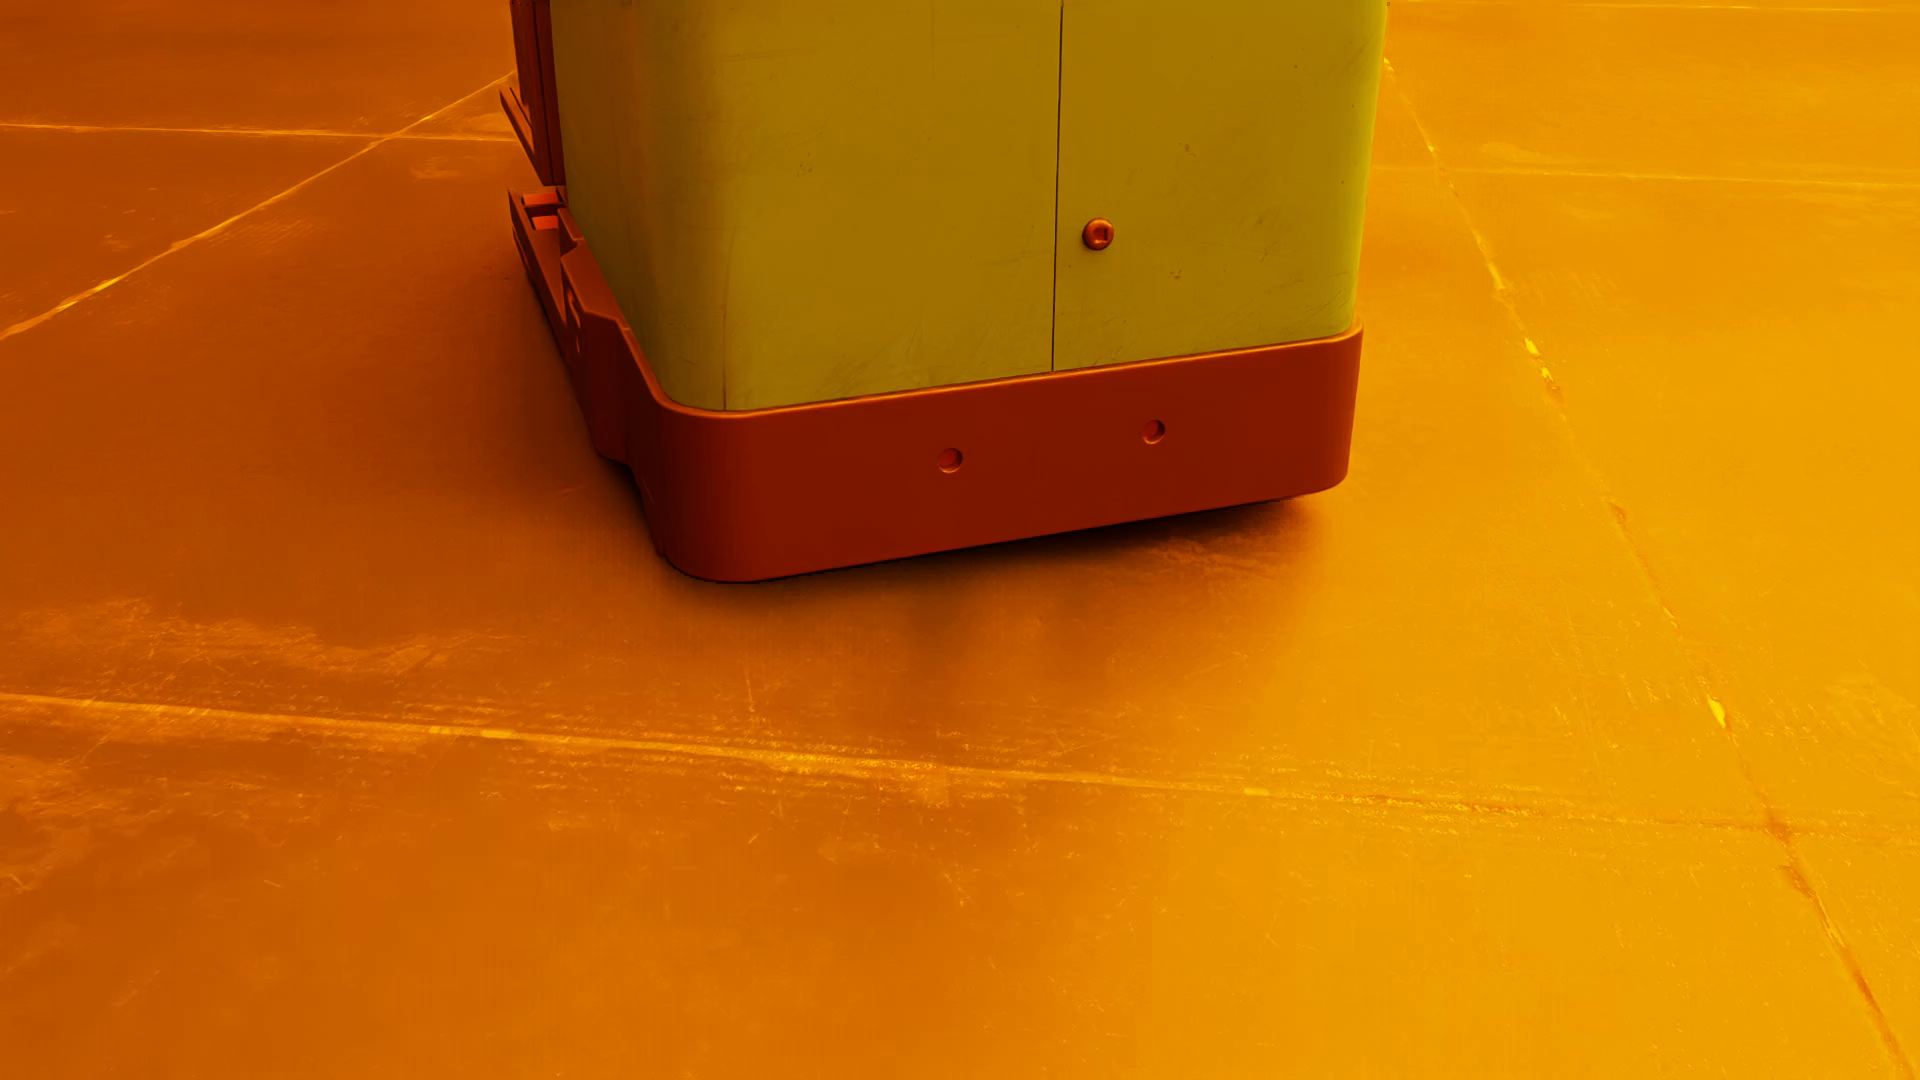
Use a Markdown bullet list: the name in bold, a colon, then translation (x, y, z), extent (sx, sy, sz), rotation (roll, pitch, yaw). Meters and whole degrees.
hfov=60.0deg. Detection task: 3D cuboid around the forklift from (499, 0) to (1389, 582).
- **forklift**: translation (-0.370, -1.892, 3.010), extent (1.130, 2.935, 3.031), rotation (-9, 28, -17)
